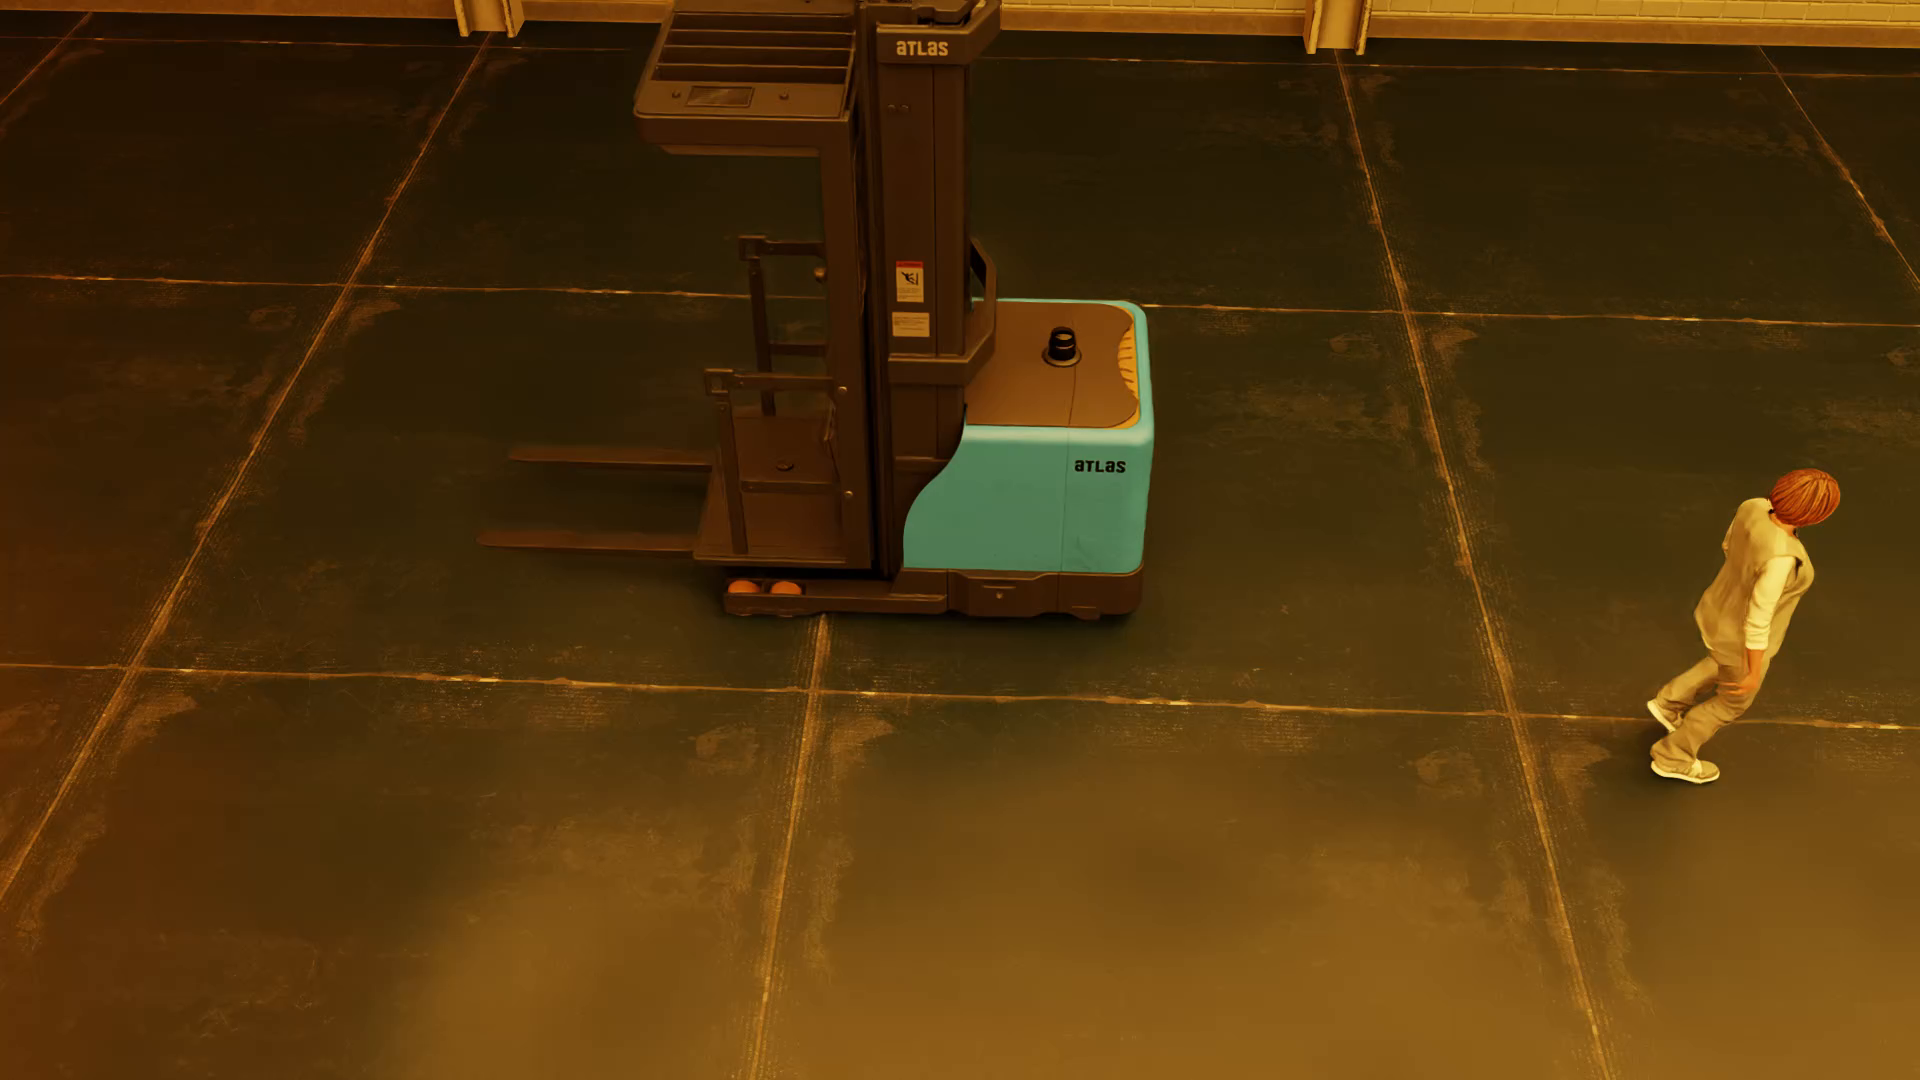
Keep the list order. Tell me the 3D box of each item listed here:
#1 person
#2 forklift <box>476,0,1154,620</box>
[{"bbox_3d":[3.029,0.339,6.378,0.408,1.578,0.550,0,42,0],"label":"person"},{"bbox_3d":[-0.680,-1.088,6.934,3.031,2.935,1.130,2,42,2],"label":"forklift"}]
